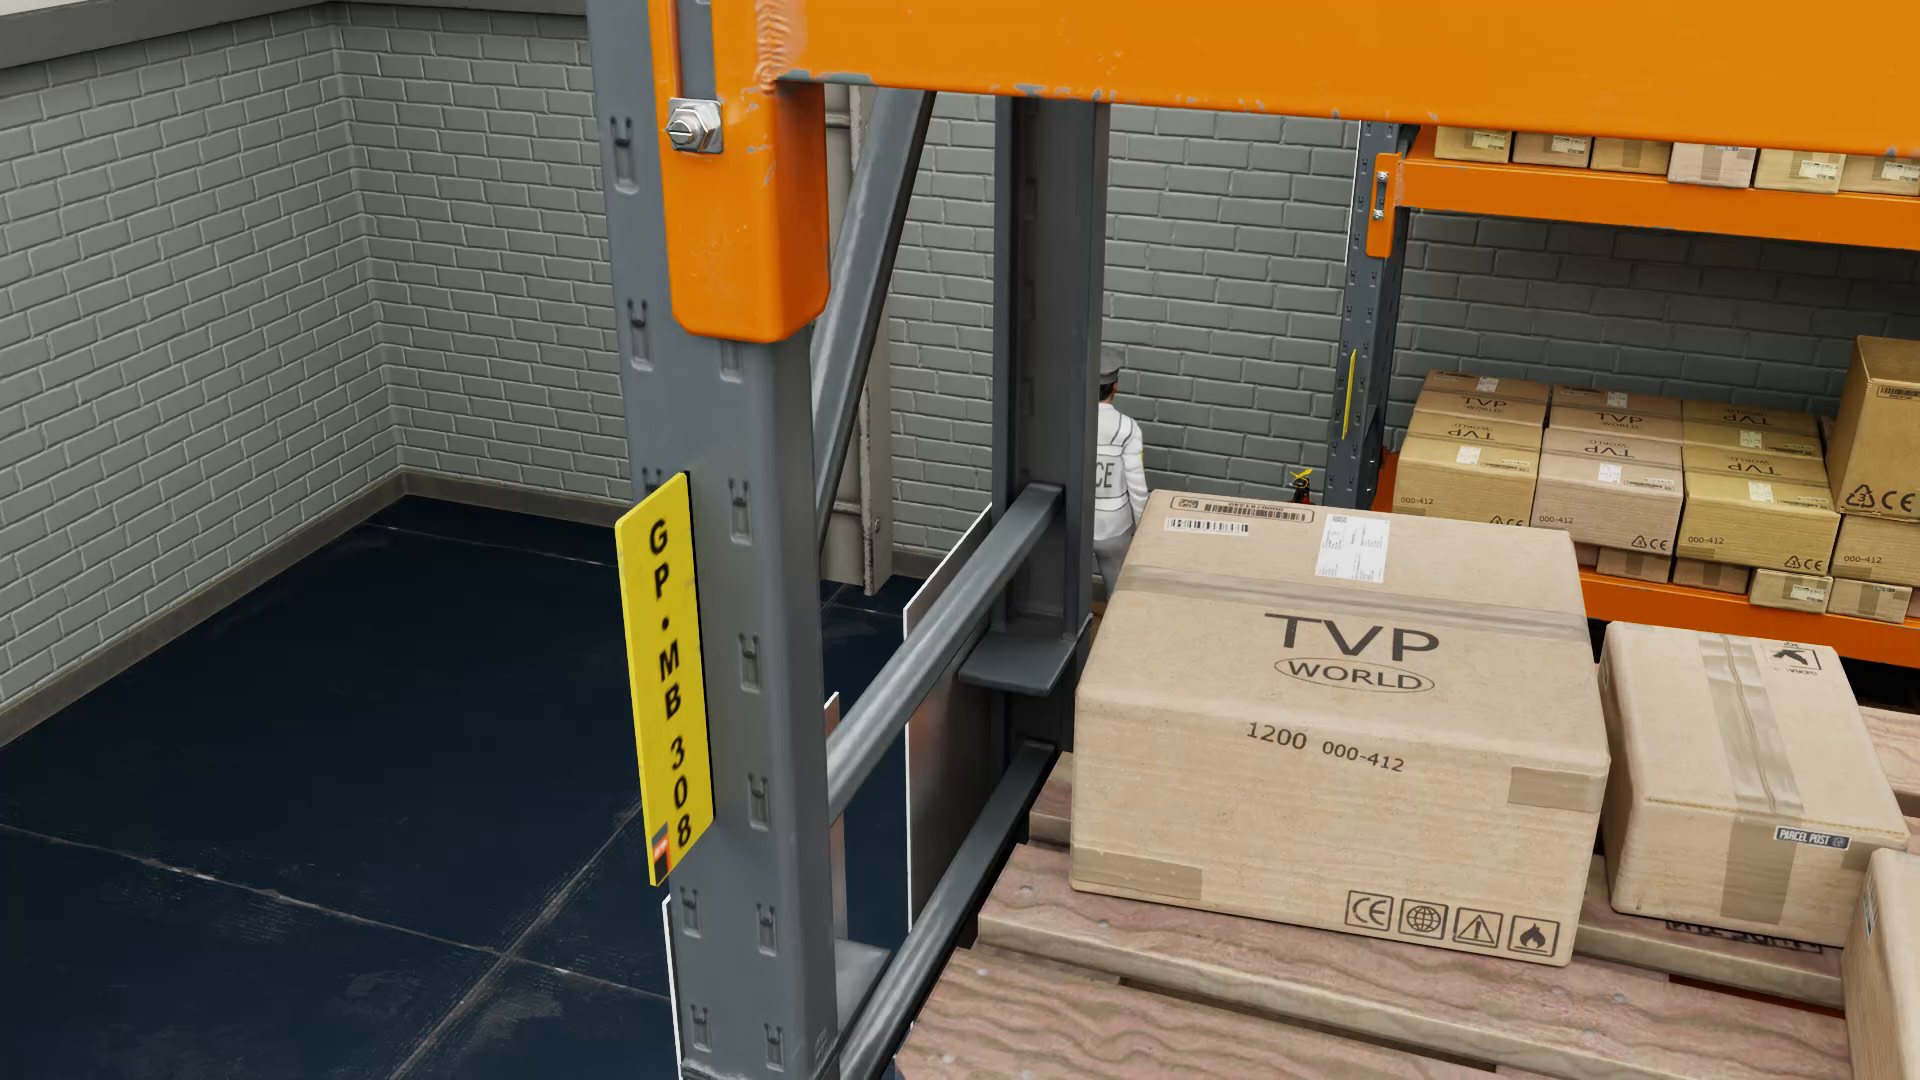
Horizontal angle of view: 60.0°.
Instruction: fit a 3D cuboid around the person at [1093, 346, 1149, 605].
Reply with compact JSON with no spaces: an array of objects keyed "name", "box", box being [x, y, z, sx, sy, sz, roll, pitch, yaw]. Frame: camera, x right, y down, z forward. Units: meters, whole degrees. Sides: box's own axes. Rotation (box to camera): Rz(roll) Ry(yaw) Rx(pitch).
[{"name":"person","box":[0.622,-0.058,7.726,0.529,1.664,0.371,9,27,18]}]
